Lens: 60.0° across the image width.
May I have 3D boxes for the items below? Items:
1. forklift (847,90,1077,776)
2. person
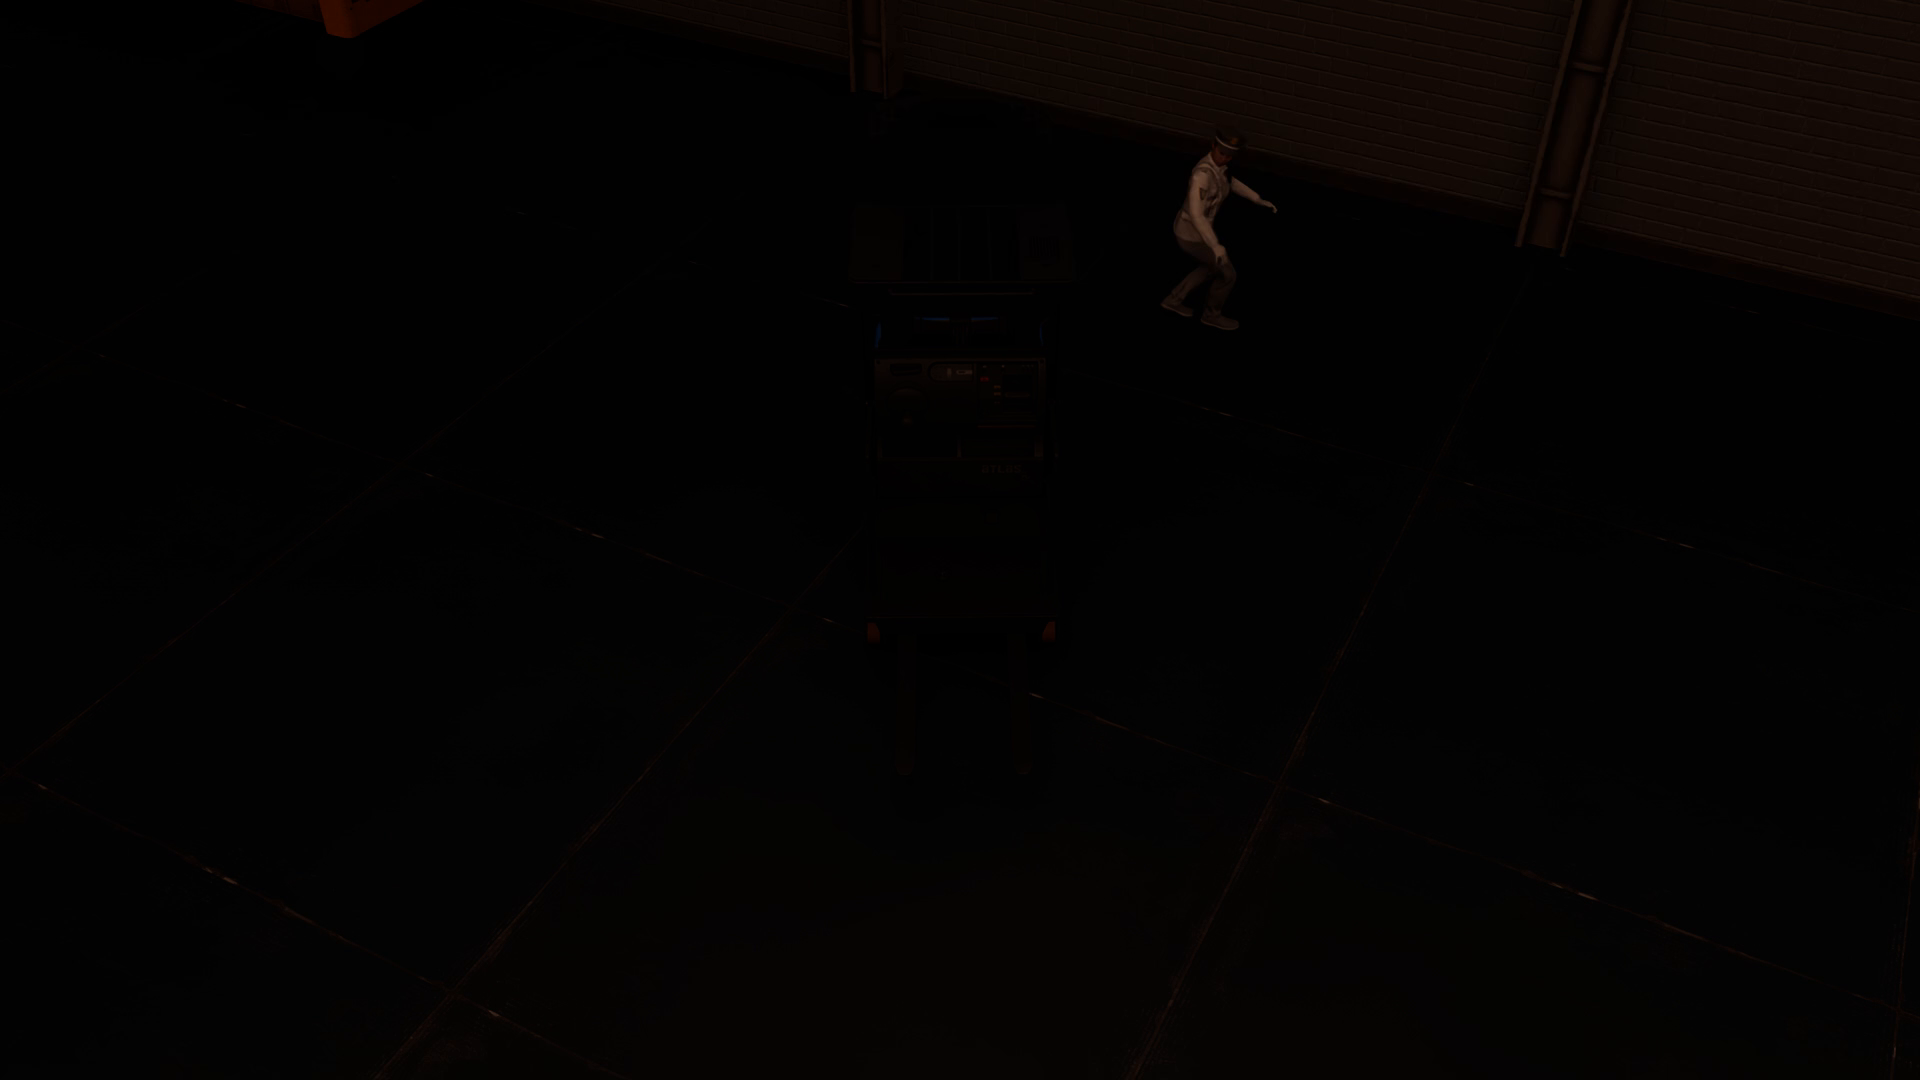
[{"bbox_3d":[0.006,-0.728,8.851,1.130,2.935,3.031,0,40,0],"label":"forklift"},{"bbox_3d":[1.823,-2.130,11.582,0.752,1.562,0.795,4,40,5],"label":"person"}]
